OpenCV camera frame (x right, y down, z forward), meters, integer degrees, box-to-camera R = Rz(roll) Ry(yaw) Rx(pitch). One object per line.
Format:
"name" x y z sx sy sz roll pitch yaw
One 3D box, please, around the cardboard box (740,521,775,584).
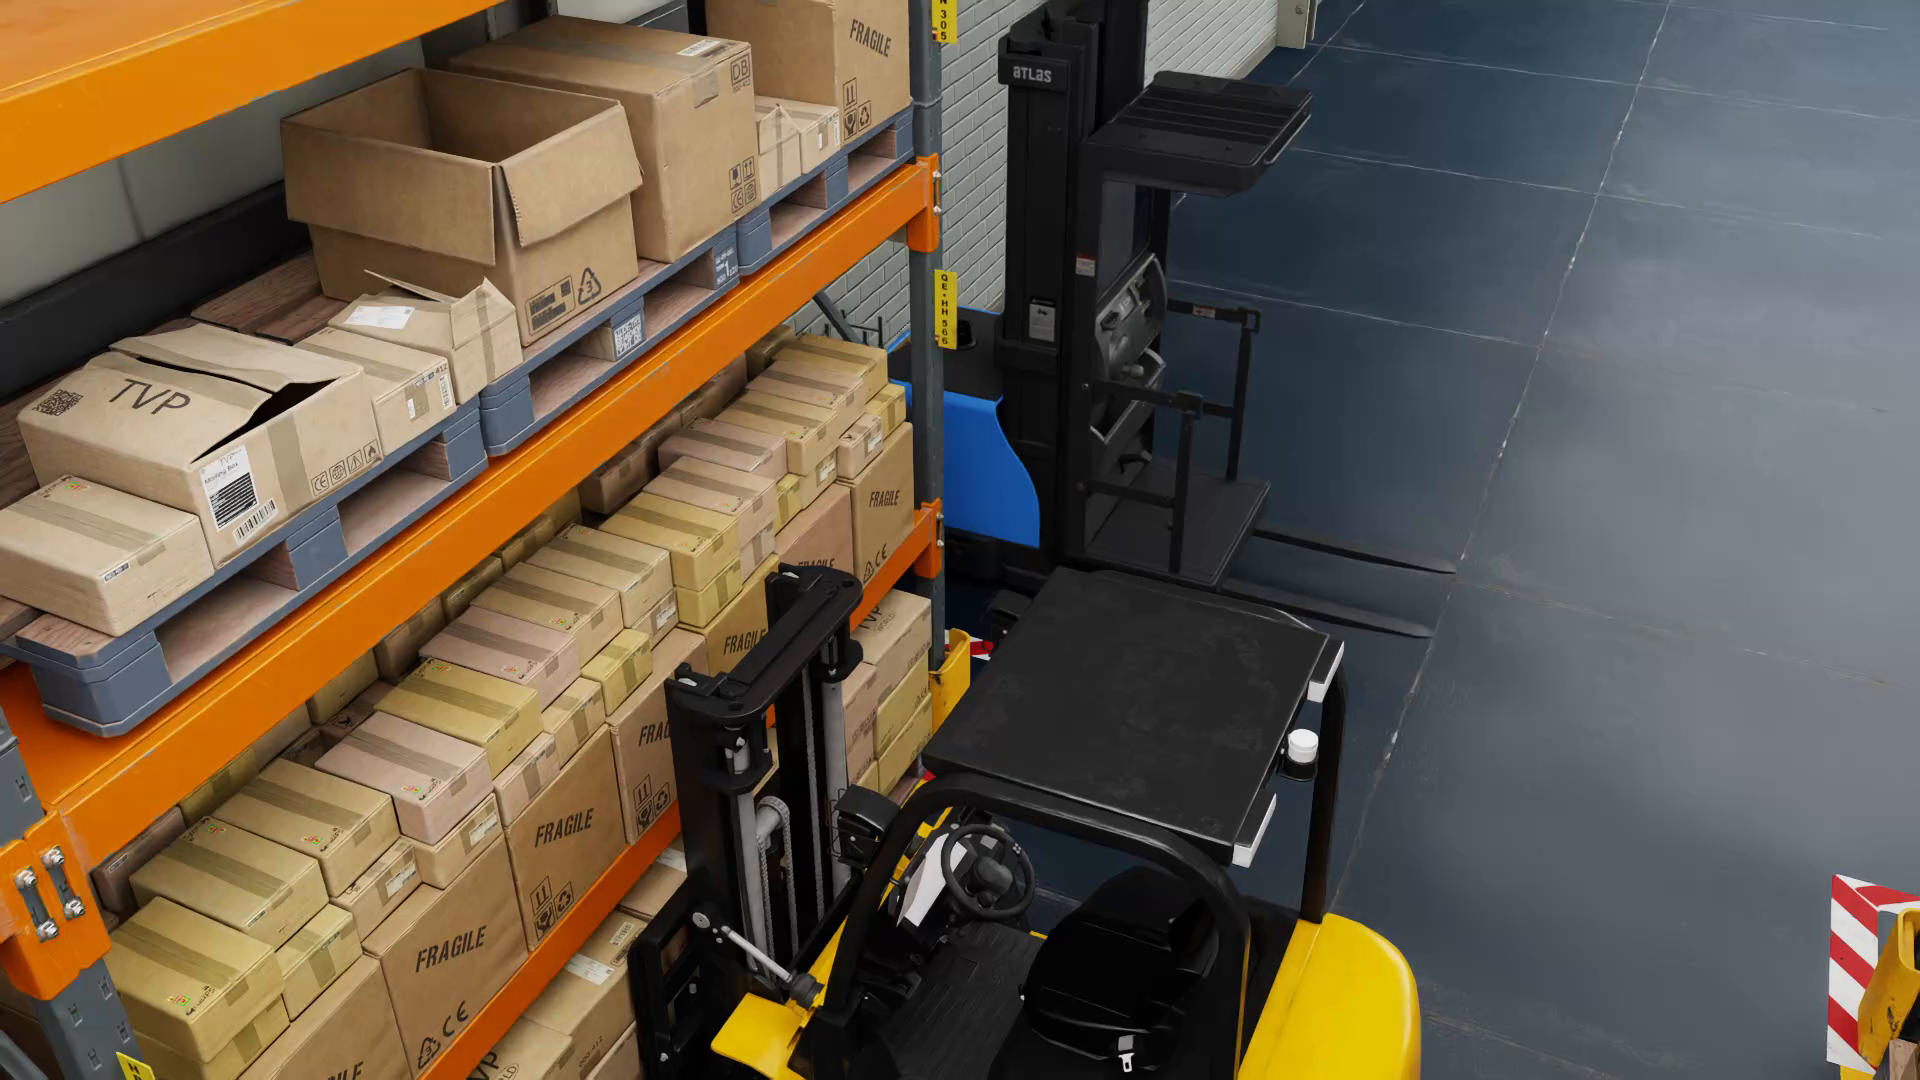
"cardboard box" -0.863 -0.007 5.711 0.380 0.149 0.250 13 35 19

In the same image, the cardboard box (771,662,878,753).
"cardboard box" -0.663 0.667 6.578 0.500 0.250 0.500 15 36 21

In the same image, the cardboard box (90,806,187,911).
"cardboard box" -2.217 0.766 4.261 0.380 0.149 0.250 13 36 19

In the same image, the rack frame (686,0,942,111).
"rack frame" -0.545 -2.954 5.417 1.000 3.000 0.127 14 36 20

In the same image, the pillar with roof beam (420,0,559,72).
"pillar with roof beam" 2.255 -1.826 3.697 9.100 9.000 0.400 14 36 20

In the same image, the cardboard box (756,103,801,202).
"cardboard box" -0.722 -1.252 5.205 0.396 0.266 0.258 14 36 21

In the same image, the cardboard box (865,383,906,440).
"cardboard box" -0.436 -0.521 6.495 0.380 0.149 0.250 15 36 21

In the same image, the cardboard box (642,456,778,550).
"cardboard box" -0.843 -0.127 5.623 0.380 0.149 0.250 15 36 22

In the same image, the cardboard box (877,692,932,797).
"cardboard box" -0.455 0.836 7.233 0.500 0.250 0.500 14 36 21

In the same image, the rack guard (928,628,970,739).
"rack guard" -0.535 0.588 7.766 1.175 0.500 0.348 14 36 20

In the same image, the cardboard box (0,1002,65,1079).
"cardboard box" -2.276 1.219 4.432 0.500 0.500 0.500 14 36 20

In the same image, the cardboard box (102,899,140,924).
"cardboard box" -2.244 0.882 4.355 0.380 0.149 0.250 13 35 19

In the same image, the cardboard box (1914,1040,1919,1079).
"cardboard box" 3.367 1.703 5.227 0.500 0.500 0.500 13 35 19

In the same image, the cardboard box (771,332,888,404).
"cardboard box" -0.504 -0.656 6.429 0.380 0.149 0.250 14 36 21

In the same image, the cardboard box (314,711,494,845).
"cardboard box" -1.489 0.634 4.462 0.380 0.149 0.250 15 36 22

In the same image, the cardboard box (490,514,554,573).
"cardboard box" -1.553 -0.001 5.430 0.380 0.149 0.250 14 36 21

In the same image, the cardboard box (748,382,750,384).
"cardboard box" -0.923 -0.649 6.690 0.380 0.149 0.250 13 36 19

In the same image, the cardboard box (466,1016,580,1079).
"cardboard box" -1.508 1.682 5.031 0.500 0.250 0.500 14 36 21

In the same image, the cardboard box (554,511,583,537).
"cardboard box" -1.525 -0.025 5.738 0.380 0.149 0.250 15 36 22

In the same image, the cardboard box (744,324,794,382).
"cardboard box" -0.880 -0.764 6.595 0.380 0.149 0.250 13 36 20

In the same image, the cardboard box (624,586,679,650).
"cardboard box" -1.136 0.227 5.354 0.380 0.149 0.250 14 36 20

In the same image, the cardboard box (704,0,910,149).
"cardboard box" -0.509 -1.682 5.648 0.500 0.500 0.500 15 36 22

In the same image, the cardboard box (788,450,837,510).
"cardboard box" -0.680 -0.272 6.115 0.380 0.149 0.250 15 36 21

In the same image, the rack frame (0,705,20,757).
"rack frame" -2.219 -0.962 2.379 1.000 3.000 0.127 14 36 20

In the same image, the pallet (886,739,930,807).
"pallet" -0.827 1.111 7.231 1.003 0.211 1.213 14 36 20

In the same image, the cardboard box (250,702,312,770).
"cardboard box" -2.070 0.492 4.679 0.380 0.149 0.250 13 36 20

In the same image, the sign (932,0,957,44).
"sign" -0.058 -1.905 5.818 0.100 0.325 0.005 14 36 20

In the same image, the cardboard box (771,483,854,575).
"cardboard box" -0.738 0.075 6.178 0.500 0.500 0.500 15 36 22

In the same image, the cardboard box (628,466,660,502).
"cardboard box" -1.247 -0.267 6.107 0.380 0.149 0.250 13 35 19

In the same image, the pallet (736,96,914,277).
"pallet" -0.864 -1.316 5.736 1.003 0.211 1.213 14 36 20

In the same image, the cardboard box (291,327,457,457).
"cardboard box" -1.433 -0.356 3.946 0.380 0.149 0.250 15 36 22

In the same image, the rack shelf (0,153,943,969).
"rack shelf" -1.382 -0.403 4.918 1.077 0.370 4.000 14 36 20

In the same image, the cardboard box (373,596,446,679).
"cardboard box" -1.794 0.251 5.046 0.380 0.149 0.250 14 36 20

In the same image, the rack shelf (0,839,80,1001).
"rack shelf" -3.055 1.590 1.879 1.077 0.370 4.000 14 36 20

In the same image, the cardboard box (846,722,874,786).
"cardboard box" -0.684 0.881 6.707 0.500 0.250 0.500 14 36 20

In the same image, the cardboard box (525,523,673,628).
"cardboard box" -1.140 0.109 5.262 0.380 0.149 0.250 15 36 21

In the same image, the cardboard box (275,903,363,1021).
"cardboard box" -1.739 1.006 4.166 0.380 0.149 0.250 15 36 22

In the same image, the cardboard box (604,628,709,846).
"cardboard box" -1.152 0.583 5.403 0.500 0.500 0.500 14 36 21

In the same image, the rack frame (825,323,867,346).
"rack frame" -0.591 -0.598 8.936 0.240 1.200 0.006 13 35 19

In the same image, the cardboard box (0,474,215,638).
"cardboard box" -1.755 0.026 3.362 0.380 0.149 0.250 15 36 21

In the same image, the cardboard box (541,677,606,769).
"cardboard box" -1.285 0.505 4.931 0.380 0.149 0.250 13 35 19

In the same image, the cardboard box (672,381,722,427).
"cardboard box" -1.117 -0.507 6.202 0.380 0.149 0.250 15 36 21

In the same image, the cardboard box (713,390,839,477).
"cardboard box" -0.663 -0.389 6.023 0.380 0.149 0.250 15 36 22

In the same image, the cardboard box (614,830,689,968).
"cardboard box" -1.084 1.172 5.809 0.500 0.250 0.500 13 36 20

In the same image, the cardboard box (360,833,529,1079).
"cardboard box" -1.593 1.081 4.643 0.500 0.500 0.500 15 36 21

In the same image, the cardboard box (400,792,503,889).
"cardboard box" -1.485 0.764 4.535 0.380 0.149 0.250 15 36 22

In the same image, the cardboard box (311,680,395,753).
"cardboard box" -1.864 0.512 4.919 0.380 0.149 0.250 15 36 22

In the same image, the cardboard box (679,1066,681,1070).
"cardboard box" -1.086 1.592 6.080 0.500 0.250 0.500 15 36 22

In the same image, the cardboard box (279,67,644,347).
"cardboard box" -1.308 -0.914 4.473 0.797 0.503 0.637 15 36 22

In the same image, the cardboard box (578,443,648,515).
"cardboard box" -1.322 -0.250 5.811 0.380 0.149 0.250 15 36 22

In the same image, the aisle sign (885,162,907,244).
"aisle sign" -0.251 -1.498 6.296 0.394 0.787 0.004 14 36 20

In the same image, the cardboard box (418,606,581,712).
"cardboard box" -1.349 0.359 4.881 0.380 0.149 0.250 14 36 20

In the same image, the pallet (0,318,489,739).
"pallet" -1.885 -0.101 3.882 1.003 0.211 1.213 14 36 20

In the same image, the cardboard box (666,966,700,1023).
"cardboard box" -1.094 1.392 5.929 0.500 0.250 0.500 14 36 20

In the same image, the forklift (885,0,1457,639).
"forklift" 1.024 -1.076 8.087 3.031 2.935 1.130 14 36 20

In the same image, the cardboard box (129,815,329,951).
"cardboard box" -1.804 0.864 4.112 0.380 0.149 0.250 15 36 21

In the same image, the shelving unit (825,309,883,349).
"shelving unit" -0.556 -0.644 9.007 0.258 1.200 0.189 13 35 19
